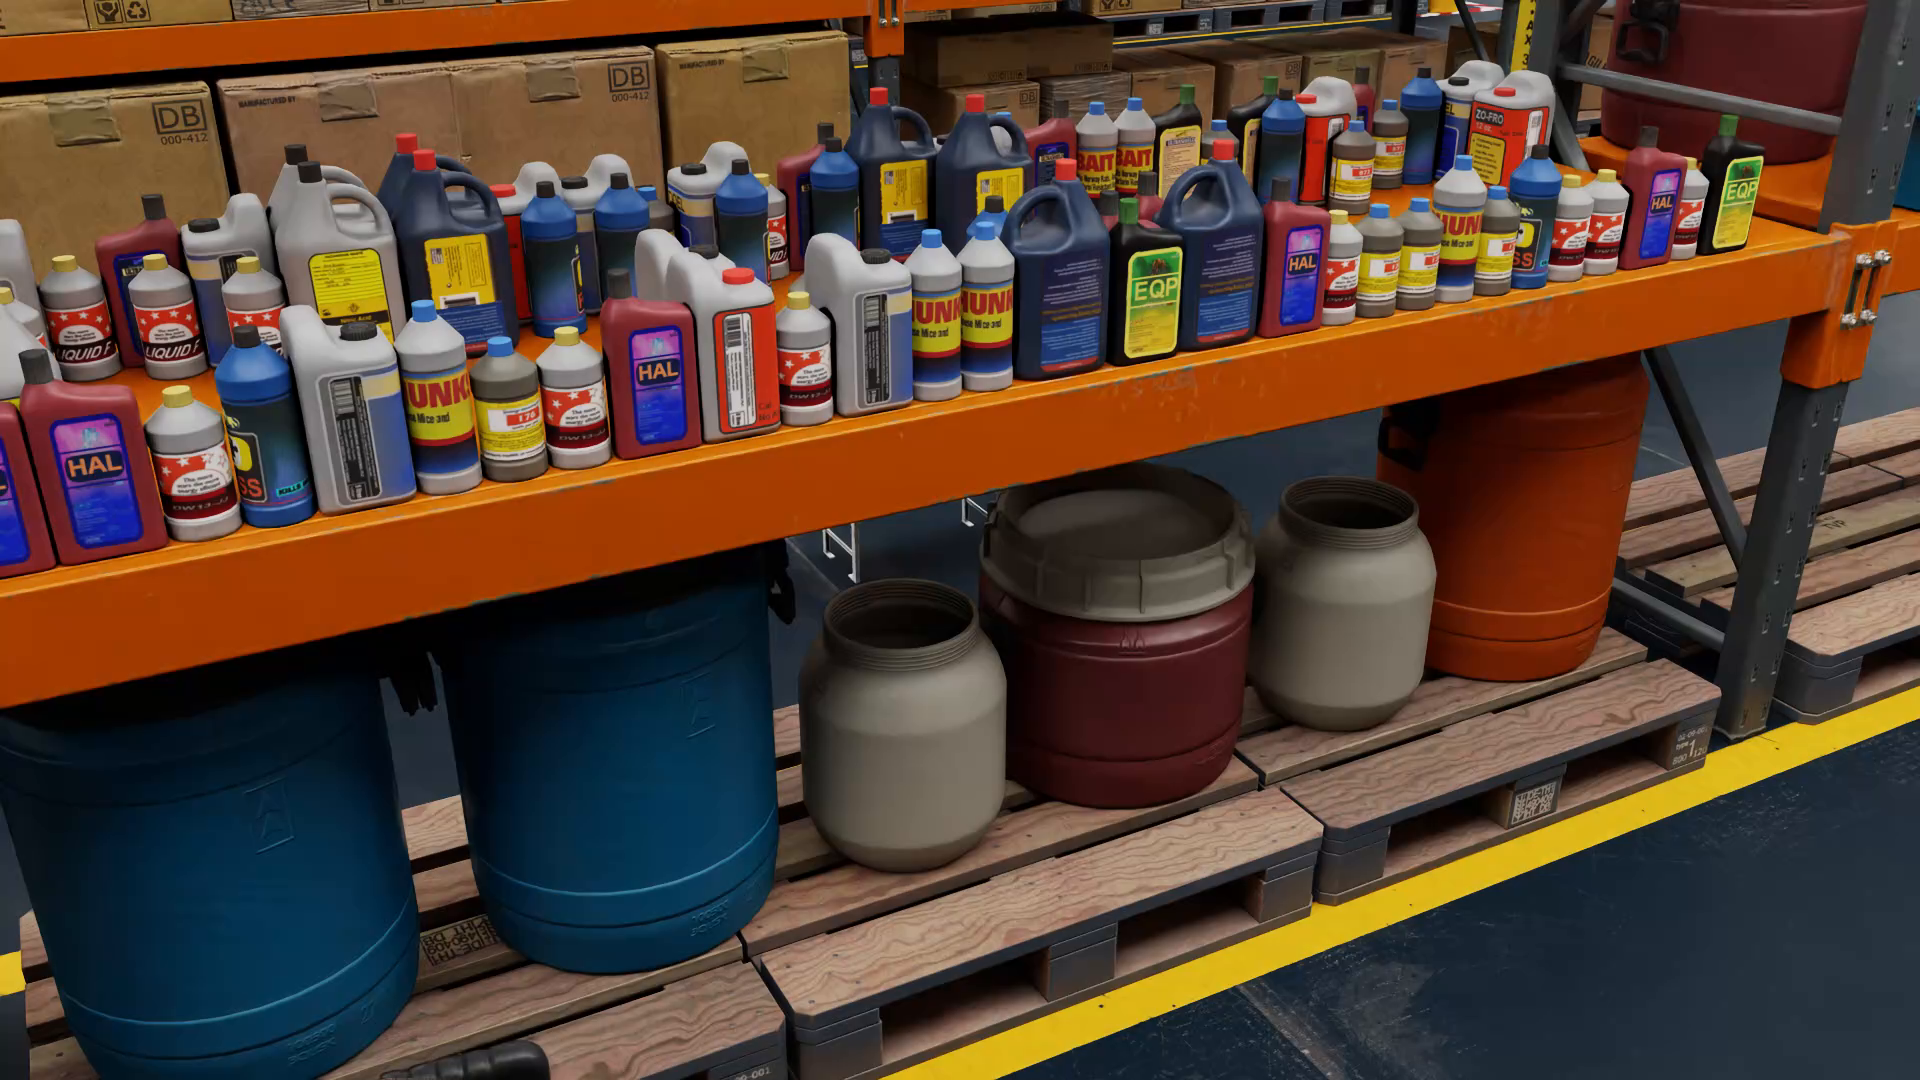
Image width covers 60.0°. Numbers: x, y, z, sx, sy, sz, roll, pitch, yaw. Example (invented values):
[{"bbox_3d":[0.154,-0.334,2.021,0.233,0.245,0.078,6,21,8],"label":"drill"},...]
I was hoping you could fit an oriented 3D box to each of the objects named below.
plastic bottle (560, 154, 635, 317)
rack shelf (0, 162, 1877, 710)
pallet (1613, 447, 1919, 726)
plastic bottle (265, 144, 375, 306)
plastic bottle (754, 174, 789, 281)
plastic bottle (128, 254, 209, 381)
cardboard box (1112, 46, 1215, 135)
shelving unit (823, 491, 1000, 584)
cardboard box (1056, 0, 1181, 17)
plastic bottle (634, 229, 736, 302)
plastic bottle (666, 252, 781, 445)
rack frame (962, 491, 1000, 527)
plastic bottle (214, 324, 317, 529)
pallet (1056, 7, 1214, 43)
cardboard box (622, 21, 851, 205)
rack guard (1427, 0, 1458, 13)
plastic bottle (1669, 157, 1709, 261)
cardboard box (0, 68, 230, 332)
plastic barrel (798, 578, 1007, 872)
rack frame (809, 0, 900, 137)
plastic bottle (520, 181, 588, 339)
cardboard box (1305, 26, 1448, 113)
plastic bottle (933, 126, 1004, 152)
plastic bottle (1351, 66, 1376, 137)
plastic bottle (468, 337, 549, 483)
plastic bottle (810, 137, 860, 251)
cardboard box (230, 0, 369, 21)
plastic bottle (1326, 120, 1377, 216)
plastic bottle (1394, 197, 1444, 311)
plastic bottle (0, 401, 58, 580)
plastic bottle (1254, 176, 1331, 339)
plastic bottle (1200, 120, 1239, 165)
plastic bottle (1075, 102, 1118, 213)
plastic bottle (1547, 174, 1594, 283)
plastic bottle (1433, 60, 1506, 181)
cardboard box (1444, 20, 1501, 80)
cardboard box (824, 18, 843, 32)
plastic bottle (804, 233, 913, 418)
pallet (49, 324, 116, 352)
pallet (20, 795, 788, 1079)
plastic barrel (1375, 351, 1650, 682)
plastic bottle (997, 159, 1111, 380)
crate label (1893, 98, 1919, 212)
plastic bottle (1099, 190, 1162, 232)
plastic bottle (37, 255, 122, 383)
[{"bbox_3d":[-0.688,-0.580,3.136,0.135,0.276,0.152,-13,29,-25],"label":"plastic bottle"},{"bbox_3d":[-0.005,-0.311,3.263,4.000,0.370,1.077,-13,29,-25],"label":"rack shelf"},{"bbox_3d":[2.461,0.072,4.857,1.213,0.211,1.003,-13,29,-25],"label":"pallet"},{"bbox_3d":[-1.113,-0.518,2.919,0.185,0.351,0.144,-13,29,-25],"label":"plastic bottle"},{"bbox_3d":[-0.394,-0.628,3.321,0.097,0.201,0.097,0,26,0],"label":"plastic bottle"},{"bbox_3d":[-1.338,-0.380,2.805,0.097,0.201,0.097,0,26,0],"label":"plastic bottle"},{"bbox_3d":[0.991,-2.385,9.132,0.500,0.500,0.700,-11,28,-21],"label":"cardboard box"},{"bbox_3d":[-0.146,-0.507,4.920,0.503,1.200,0.258,-13,29,-25],"label":"shelving unit"},{"bbox_3d":[1.302,-4.996,14.160,0.875,0.875,0.875,-13,28,-24],"label":"cardboard box"},{"bbox_3d":[-0.437,-0.367,2.692,0.135,0.276,0.152,-13,29,-25],"label":"plastic bottle"},{"bbox_3d":[-0.365,-0.309,2.571,0.135,0.276,0.152,-13,29,-25],"label":"plastic bottle"},{"bbox_3d":[0.069,-0.557,5.024,0.015,1.200,0.240,-13,29,-25],"label":"rack frame"},{"bbox_3d":[-0.949,-0.159,2.264,0.097,0.271,0.097,0,26,0],"label":"plastic bottle"},{"bbox_3d":[1.421,-4.531,14.444,1.213,0.211,1.003,-13,29,-25],"label":"pallet"},{"bbox_3d":[-1.190,-2.033,7.988,0.875,0.875,1.225,-14,29,-27],"label":"cardboard box"},{"bbox_3d":[4.264,-5.356,15.828,0.348,0.500,1.175,-13,29,-25],"label":"rack guard"},{"bbox_3d":[1.493,-0.691,3.453,0.097,0.201,0.097,0,26,0],"label":"plastic bottle"},{"bbox_3d":[-3.545,-1.489,6.855,0.875,0.875,1.225,-13,29,-25],"label":"cardboard box"},{"bbox_3d":[-0.117,0.375,3.392,0.421,0.512,0.421,0,26,0],"label":"plastic barrel"},{"bbox_3d":[-0.571,-2.934,7.895,0.127,3.000,1.000,-13,29,-25],"label":"rack frame"},{"bbox_3d":[-0.732,-0.507,2.988,0.097,0.271,0.097,0,26,0],"label":"plastic bottle"},{"bbox_3d":[2.407,-2.703,9.794,0.500,0.500,0.700,-15,30,-29],"label":"cardboard box"},{"bbox_3d":[0.002,-0.739,3.467,0.135,0.276,0.152,-13,29,-25],"label":"plastic bottle"},{"bbox_3d":[0.914,-0.976,3.951,0.133,0.283,0.061,-13,29,-25],"label":"plastic bottle"},{"bbox_3d":[-0.658,-0.194,2.419,0.097,0.201,0.097,0,26,0],"label":"plastic bottle"},{"bbox_3d":[-0.248,-0.663,3.314,0.097,0.271,0.097,0,26,0],"label":"plastic bottle"},{"bbox_3d":[-2.692,-2.367,6.599,0.500,0.500,0.500,-14,29,-26],"label":"cardboard box"},{"bbox_3d":[0.893,-0.850,3.784,0.097,0.201,0.097,0,26,0],"label":"plastic bottle"},{"bbox_3d":[0.860,-0.545,3.149,0.097,0.201,0.097,0,26,0],"label":"plastic bottle"},{"bbox_3d":[-1.246,-0.087,2.100,0.133,0.283,0.061,-13,29,-25],"label":"plastic bottle"},{"bbox_3d":[0.595,-0.512,2.985,0.133,0.283,0.061,-13,29,-25],"label":"plastic bottle"},{"bbox_3d":[0.585,-0.854,3.792,0.097,0.201,0.097,0,26,0],"label":"plastic bottle"},{"bbox_3d":[0.295,-0.818,3.637,0.097,0.271,0.097,0,26,0],"label":"plastic bottle"},{"bbox_3d":[1.204,-0.624,3.314,0.097,0.201,0.097,0,26,0],"label":"plastic bottle"},{"bbox_3d":[1.226,-1.022,4.056,0.135,0.276,0.152,-13,29,-25],"label":"plastic bottle"},{"bbox_3d":[3.330,-2.877,10.180,0.500,0.500,0.500,-14,29,-27],"label":"cardboard box"},{"bbox_3d":[-1.466,-4.293,12.840,0.750,0.750,1.050,-13,28,-24],"label":"cardboard box"},{"bbox_3d":[-0.160,-0.356,2.670,0.135,0.276,0.152,-13,29,-25],"label":"plastic bottle"},{"bbox_3d":[-3.455,-1.048,7.189,1.213,0.211,1.003,-13,29,-25],"label":"pallet"},{"bbox_3d":[-1.069,0.888,3.156,1.213,0.211,1.003,-13,29,-25],"label":"pallet"},{"bbox_3d":[1.336,-0.147,4.113,0.708,0.830,0.600,-13,29,-25],"label":"plastic barrel"},{"bbox_3d":[0.154,-0.461,2.801,0.185,0.351,0.144,-13,29,-25],"label":"plastic bottle"},{"bbox_3d":[2.308,-0.910,3.872,0.416,0.233,0.303,-13,29,-25],"label":"crate label"},{"bbox_3d":[0.286,-0.470,2.898,0.133,0.283,0.061,-13,29,-25],"label":"plastic bottle"},{"bbox_3d":[-1.485,-0.376,2.797,0.097,0.201,0.097,0,26,0],"label":"plastic bottle"}]
